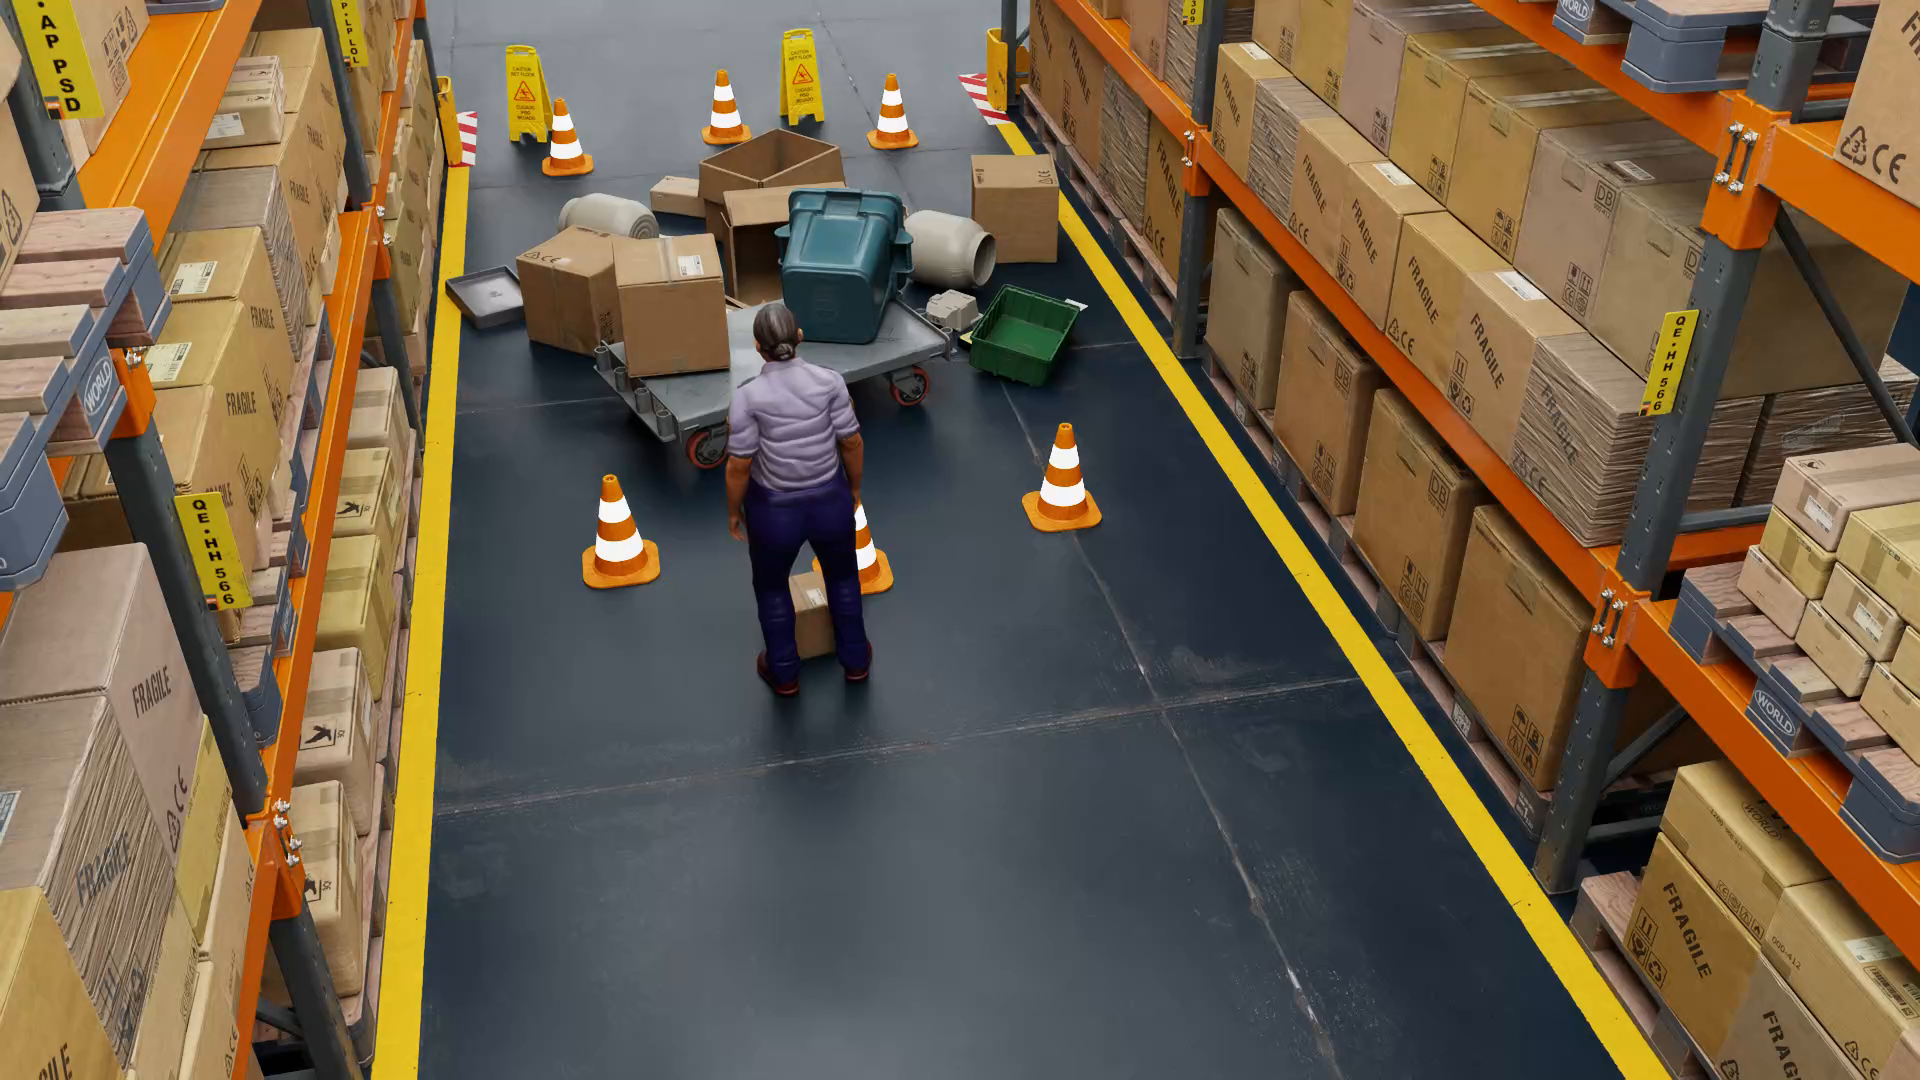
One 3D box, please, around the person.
[{"bbox_3d":[-0.607,-0.127,6.334,0.563,1.653,0.369,-11,36,-16],"label":"person"}]
